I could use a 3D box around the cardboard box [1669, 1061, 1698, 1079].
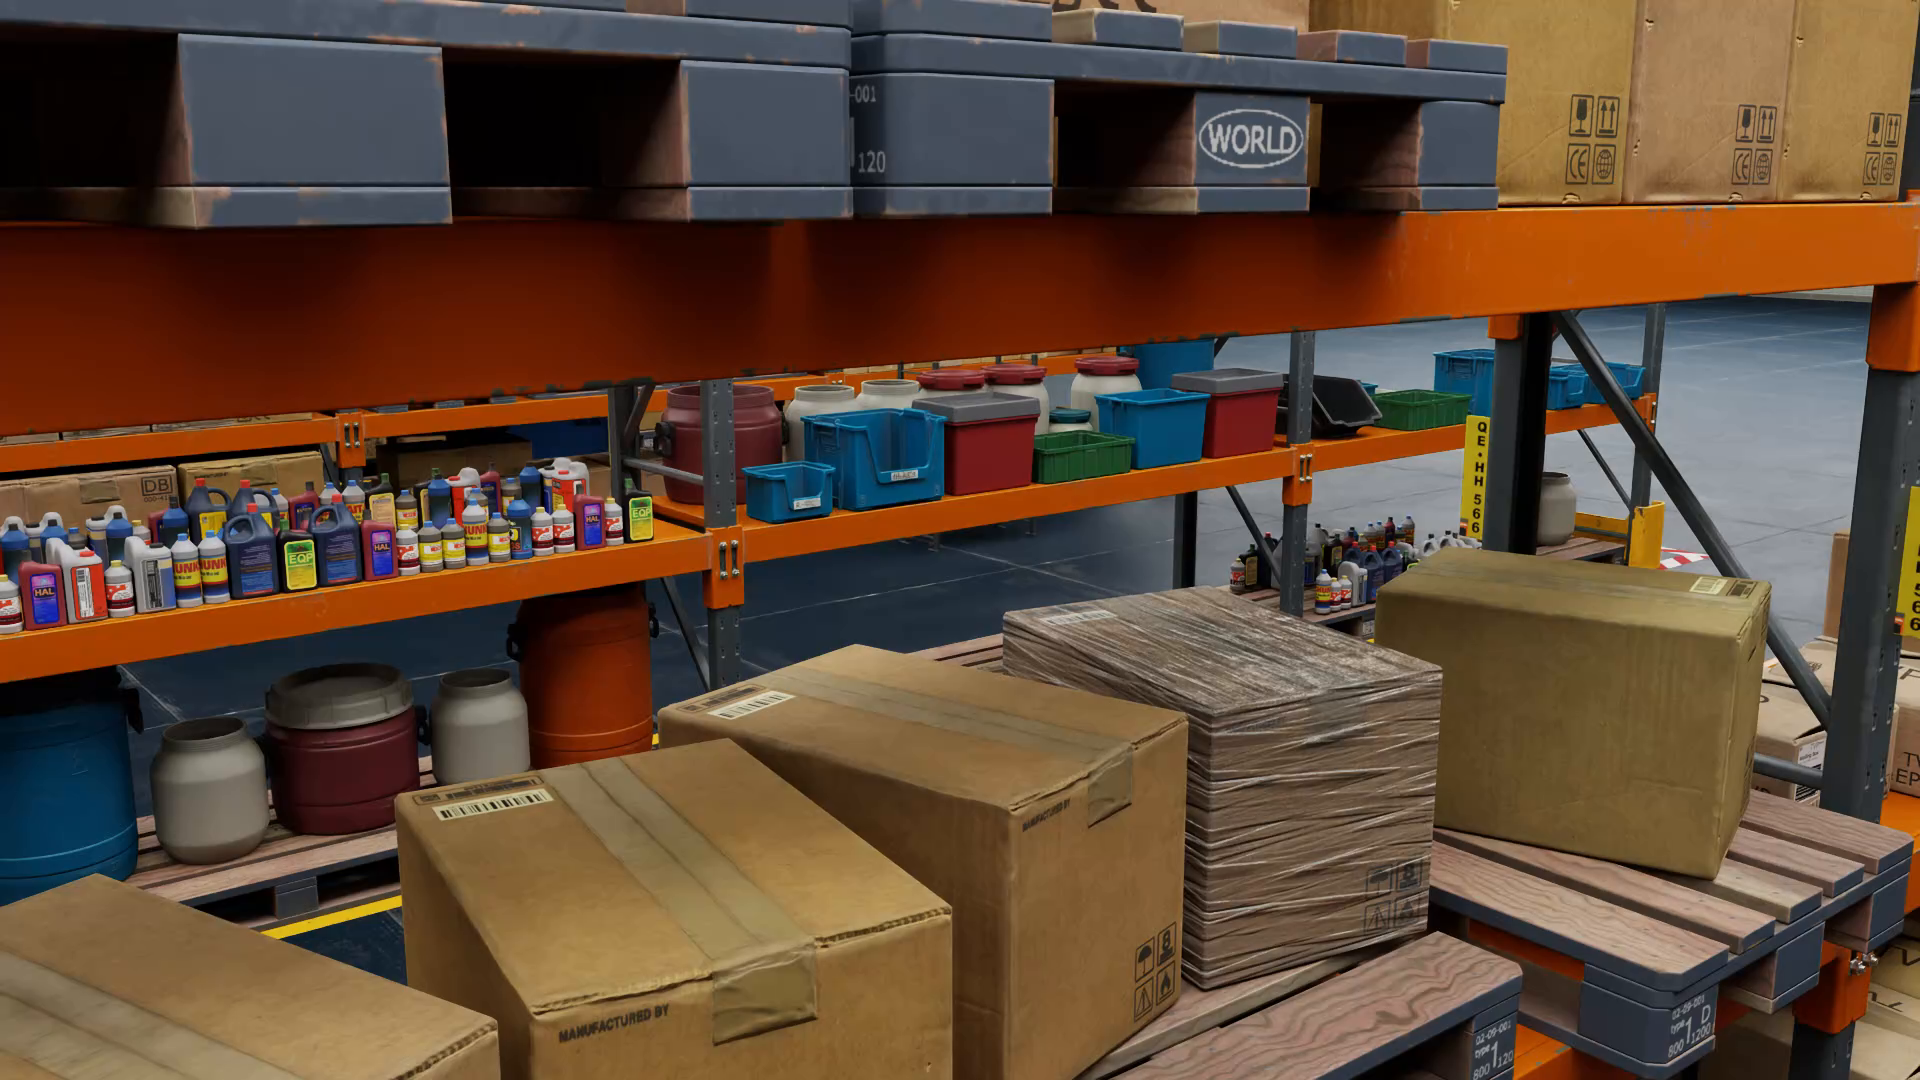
[{"bbox_3d":[1.976,1.250,4.779,0.500,0.311,0.500,-9,15,-36],"label":"cardboard box"}]

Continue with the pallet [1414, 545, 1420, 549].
[{"bbox_3d":[3.257,0.294,11.735,1.213,0.211,1.003,-9,15,-38],"label":"pallet"}]

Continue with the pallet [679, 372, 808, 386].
[{"bbox_3d":[-2.029,-1.464,13.764,1.213,0.211,1.003,-9,15,-38],"label":"pallet"}]

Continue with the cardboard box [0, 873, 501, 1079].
[{"bbox_3d":[-0.893,0.732,1.707,0.700,0.500,0.500,7,14,31],"label":"cardboard box"}]

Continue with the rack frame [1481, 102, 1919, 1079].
[{"bbox_3d":[1.721,0.493,4.087,0.127,3.000,1.000,-9,15,-38],"label":"rack frame"}]

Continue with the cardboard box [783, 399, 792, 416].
[{"bbox_3d":[-2.412,-1.923,19.568,0.875,0.875,0.875,-10,15,-39],"label":"cardboard box"}]

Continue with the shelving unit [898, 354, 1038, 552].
[{"bbox_3d":[0.067,-0.745,13.525,1.048,1.500,0.538,-9,15,-38],"label":"shelving unit"}]

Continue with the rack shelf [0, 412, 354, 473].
[{"bbox_3d":[-6.026,-0.503,10.509,4.000,0.370,1.077,-9,15,-38],"label":"rack shelf"}]

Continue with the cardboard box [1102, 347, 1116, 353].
[{"bbox_3d":[1.330,-1.886,15.895,0.250,0.149,0.380,-9,15,-38],"label":"cardboard box"}]

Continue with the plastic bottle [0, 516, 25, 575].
[{"bbox_3d":[-3.709,0.052,6.461,0.135,0.276,0.152,-9,15,-38],"label":"plastic bottle"}]

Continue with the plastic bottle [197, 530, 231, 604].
[{"bbox_3d":[-2.807,0.099,6.251,0.097,0.271,0.097,0,12,0],"label":"plastic bottle"}]

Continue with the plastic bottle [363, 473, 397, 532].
[{"bbox_3d":[-2.585,-0.150,7.397,0.133,0.283,0.061,-9,15,-38],"label":"plastic bottle"}]

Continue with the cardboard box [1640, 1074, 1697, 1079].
[{"bbox_3d":[1.979,1.524,4.837,0.500,0.250,0.500,-9,15,-36],"label":"cardboard box"}]

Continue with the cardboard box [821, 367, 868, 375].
[{"bbox_3d":[-0.986,-1.490,14.028,0.250,0.149,0.380,-9,15,-38],"label":"cardboard box"}]

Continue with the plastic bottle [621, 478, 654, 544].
[{"bbox_3d":[-1.420,-0.132,7.312,0.133,0.283,0.061,-9,15,-38],"label":"plastic bottle"}]

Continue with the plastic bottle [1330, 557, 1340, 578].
[{"bbox_3d":[2.444,0.249,10.713,0.133,0.283,0.061,-9,15,-38],"label":"plastic bottle"}]

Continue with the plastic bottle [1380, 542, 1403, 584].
[{"bbox_3d":[2.790,0.188,10.838,0.185,0.351,0.144,-10,16,-40],"label":"plastic bottle"}]

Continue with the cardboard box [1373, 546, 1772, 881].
[{"bbox_3d":[1.300,0.338,3.562,0.700,0.500,0.500,7,14,31],"label":"cardboard box"}]

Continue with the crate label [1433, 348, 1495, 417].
[{"bbox_3d":[3.608,-1.084,11.427,0.616,0.435,0.502,-9,15,-38],"label":"crate label"}]

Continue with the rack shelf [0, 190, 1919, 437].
[{"bbox_3d":[0.159,-0.363,2.628,4.000,0.370,1.077,-9,15,-38],"label":"rack shelf"}]

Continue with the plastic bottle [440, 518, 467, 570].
[{"bbox_3d":[-2.082,0.013,6.825,0.097,0.201,0.097,0,12,0],"label":"plastic bottle"}]

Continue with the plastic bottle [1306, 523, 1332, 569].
[{"bbox_3d":[2.478,0.053,11.475,0.185,0.351,0.144,-10,15,-38],"label":"plastic bottle"}]

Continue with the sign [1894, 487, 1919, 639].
[{"bbox_3d":[2.067,0.052,3.566,0.005,0.325,0.100,-9,15,-38],"label":"sign"}]

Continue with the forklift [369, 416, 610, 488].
[{"bbox_3d":[-4.477,-1.532,13.789,3.031,2.935,1.130,-4,13,-19],"label":"forklift"}]

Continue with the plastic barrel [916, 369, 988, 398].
[{"bbox_3d":[-0.042,-0.657,9.173,0.433,0.535,0.433,0,12,0],"label":"plastic barrel"}]

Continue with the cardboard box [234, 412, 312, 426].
[{"bbox_3d":[-4.695,-1.059,11.155,0.500,0.500,0.500,-9,15,-36],"label":"cardboard box"}]

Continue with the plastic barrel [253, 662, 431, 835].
[{"bbox_3d":[-2.624,0.876,7.078,0.708,0.588,0.600,-9,15,-38],"label":"plastic barrel"}]

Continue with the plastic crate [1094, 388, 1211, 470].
[{"bbox_3d":[1.086,-0.629,9.407,0.575,0.384,0.392,-9,15,-38],"label":"plastic crate"}]

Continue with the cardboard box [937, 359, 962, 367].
[{"bbox_3d":[-0.194,-1.617,14.626,0.250,0.149,0.380,-9,15,-38],"label":"cardboard box"}]

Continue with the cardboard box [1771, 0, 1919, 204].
[{"bbox_3d":[1.401,-0.961,3.473,0.500,0.500,0.910,-9,15,-38],"label":"cardboard box"}]

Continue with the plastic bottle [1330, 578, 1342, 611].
[{"bbox_3d":[2.355,0.340,10.484,0.097,0.201,0.097,0,12,0],"label":"plastic bottle"}]

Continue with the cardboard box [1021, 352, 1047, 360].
[{"bbox_3d":[0.583,-1.748,15.242,0.250,0.149,0.380,-9,15,-38],"label":"cardboard box"}]

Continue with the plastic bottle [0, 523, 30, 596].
[{"bbox_3d":[-3.617,0.072,6.377,0.097,0.271,0.097,0,12,0],"label":"plastic bottle"}]

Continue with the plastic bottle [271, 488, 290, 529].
[{"bbox_3d":[-2.920,-0.084,7.113,0.097,0.271,0.097,0,12,0],"label":"plastic bottle"}]

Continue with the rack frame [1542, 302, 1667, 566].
[{"bbox_3d":[4.876,-1.349,12.762,0.127,3.000,1.000,-9,15,-38],"label":"rack frame"}]

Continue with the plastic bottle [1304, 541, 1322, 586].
[{"bbox_3d":[2.338,0.152,11.188,0.135,0.276,0.152,-9,15,-38],"label":"plastic bottle"}]

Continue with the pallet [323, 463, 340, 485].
[{"bbox_3d":[-6.822,-0.658,16.220,1.213,0.211,1.003,-9,15,-38],"label":"pallet"}]

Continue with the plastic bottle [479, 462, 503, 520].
[{"bbox_3d":[-2.196,-0.215,7.702,0.133,0.283,0.061,-9,15,-38],"label":"plastic bottle"}]

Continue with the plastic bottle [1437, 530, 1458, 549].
[{"bbox_3d":[3.267,0.109,11.212,0.185,0.351,0.144,-9,15,-35],"label":"plastic bottle"}]

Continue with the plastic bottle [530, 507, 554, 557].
[{"bbox_3d":[-1.778,-0.038,7.063,0.097,0.201,0.097,0,12,0],"label":"plastic bottle"}]

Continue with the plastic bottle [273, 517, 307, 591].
[{"bbox_3d":[-2.599,0.047,6.466,0.133,0.283,0.061,-9,15,-38],"label":"plastic bottle"}]

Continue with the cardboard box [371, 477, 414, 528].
[{"bbox_3d":[-3.954,-0.197,12.295,0.500,0.500,0.700,-10,16,-41],"label":"cardboard box"}]

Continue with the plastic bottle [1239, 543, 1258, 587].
[{"bbox_3d":[1.922,0.167,11.100,0.133,0.283,0.061,-9,15,-35],"label":"plastic bottle"}]

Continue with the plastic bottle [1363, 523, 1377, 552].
[{"bbox_3d":[2.920,0.012,11.859,0.097,0.271,0.097,0,12,0],"label":"plastic bottle"}]

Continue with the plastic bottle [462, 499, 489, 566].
[{"bbox_3d":[-2.006,-0.034,6.878,0.097,0.271,0.097,0,12,0],"label":"plastic bottle"}]

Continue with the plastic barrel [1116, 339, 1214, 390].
[{"bbox_3d":[1.262,-1.074,10.261,0.708,0.901,0.600,-9,15,-38],"label":"plastic barrel"}]

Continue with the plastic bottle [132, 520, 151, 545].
[{"bbox_3d":[-3.350,0.022,6.784,0.097,0.201,0.097,0,12,0],"label":"plastic bottle"}]

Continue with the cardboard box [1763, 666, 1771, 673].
[{"bbox_3d":[2.251,0.454,4.874,0.250,0.149,0.380,-9,15,-38],"label":"cardboard box"}]

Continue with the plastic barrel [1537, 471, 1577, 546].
[{"bbox_3d":[4.410,-0.240,12.516,0.421,0.512,0.421,0,12,0],"label":"plastic barrel"}]

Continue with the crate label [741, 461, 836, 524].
[{"bbox_3d":[-0.807,-0.223,7.861,0.416,0.233,0.303,-9,15,-38],"label":"crate label"}]

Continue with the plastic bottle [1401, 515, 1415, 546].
[{"bbox_3d":[3.266,-0.045,12.129,0.097,0.271,0.097,0,12,0],"label":"plastic bottle"}]

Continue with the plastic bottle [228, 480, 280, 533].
[{"bbox_3d":[-2.920,-0.076,6.885,0.185,0.351,0.144,-9,15,-38],"label":"plastic bottle"}]

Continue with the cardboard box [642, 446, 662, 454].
[{"bbox_3d":[-2.218,-0.491,13.679,0.500,0.500,0.700,-10,15,-38],"label":"cardboard box"}]

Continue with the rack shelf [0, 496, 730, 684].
[{"bbox_3d":[-2.932,0.300,6.725,4.000,0.370,1.077,-9,15,-38],"label":"rack shelf"}]
